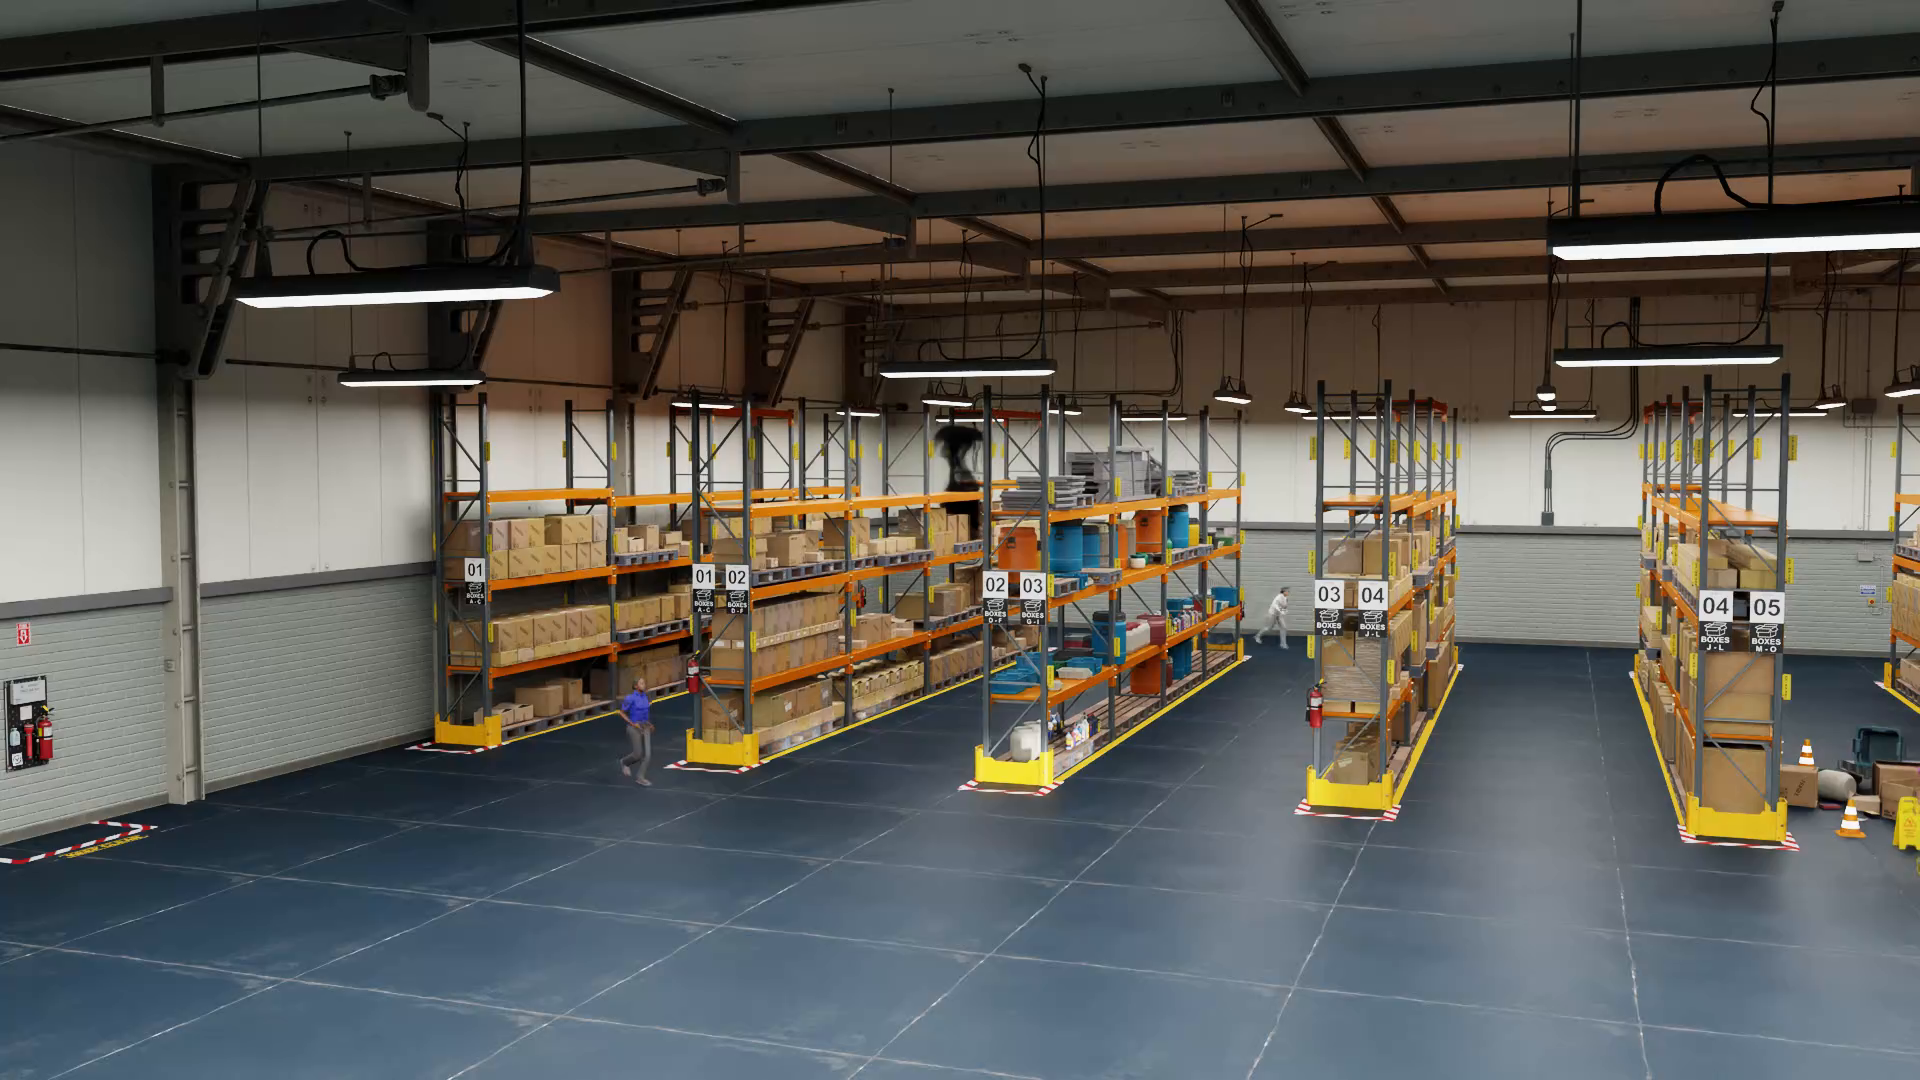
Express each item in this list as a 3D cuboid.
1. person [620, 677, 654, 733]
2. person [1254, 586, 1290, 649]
[{"bbox_3d":[-4.810,2.485,24.950,0.356,0.857,0.576,2,4,35],"label":"person"},{"bbox_3d":[7.986,1.969,42.470,0.977,1.625,0.389,2,4,32],"label":"person"}]
